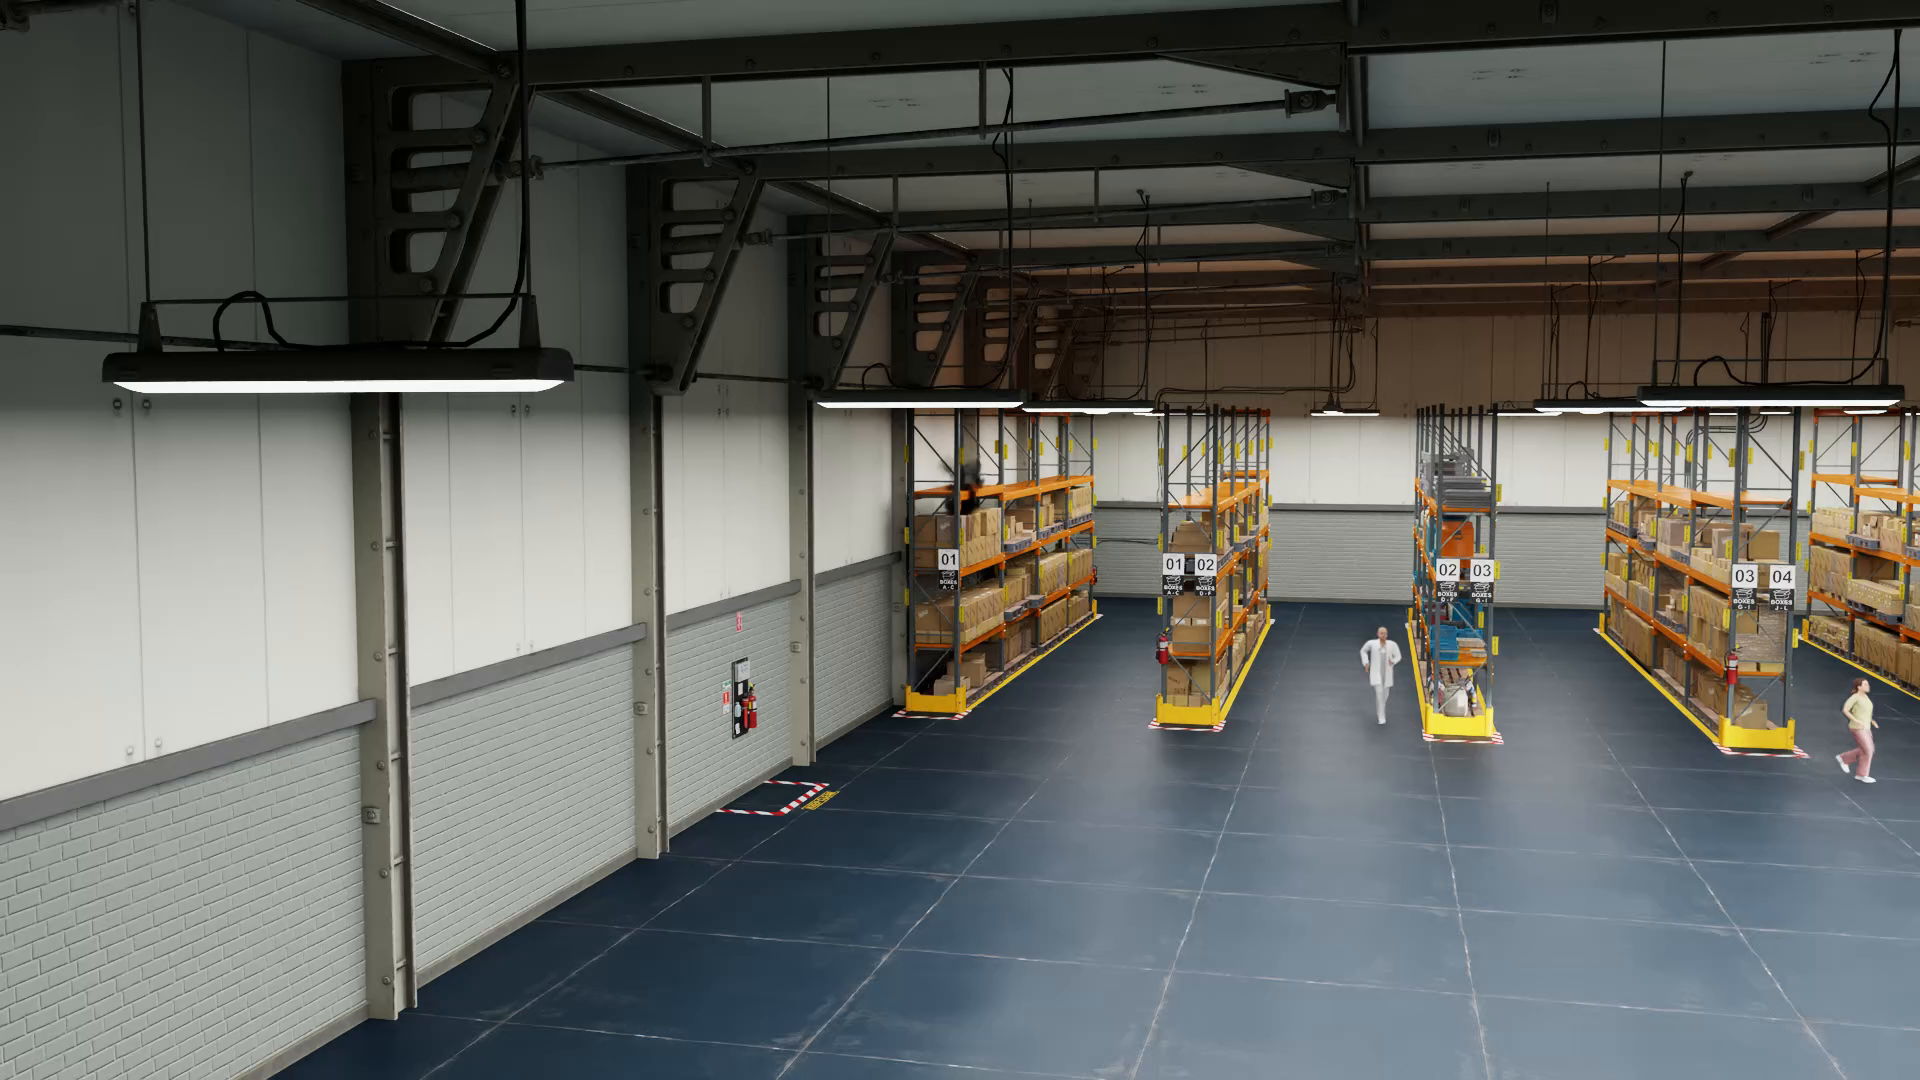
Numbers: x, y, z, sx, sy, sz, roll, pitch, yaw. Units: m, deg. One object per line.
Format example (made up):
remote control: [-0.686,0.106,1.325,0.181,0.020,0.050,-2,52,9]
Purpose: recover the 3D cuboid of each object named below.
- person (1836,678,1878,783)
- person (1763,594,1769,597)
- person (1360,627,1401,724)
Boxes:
person: [14.197,2.985,26.353,0.602,1.643,0.643,-3,5,-36]
person: [20.634,1.770,43.190,0.692,1.612,0.563,3,5,39]
person: [7.966,2.527,31.435,0.720,1.777,0.975,0,4,1]
